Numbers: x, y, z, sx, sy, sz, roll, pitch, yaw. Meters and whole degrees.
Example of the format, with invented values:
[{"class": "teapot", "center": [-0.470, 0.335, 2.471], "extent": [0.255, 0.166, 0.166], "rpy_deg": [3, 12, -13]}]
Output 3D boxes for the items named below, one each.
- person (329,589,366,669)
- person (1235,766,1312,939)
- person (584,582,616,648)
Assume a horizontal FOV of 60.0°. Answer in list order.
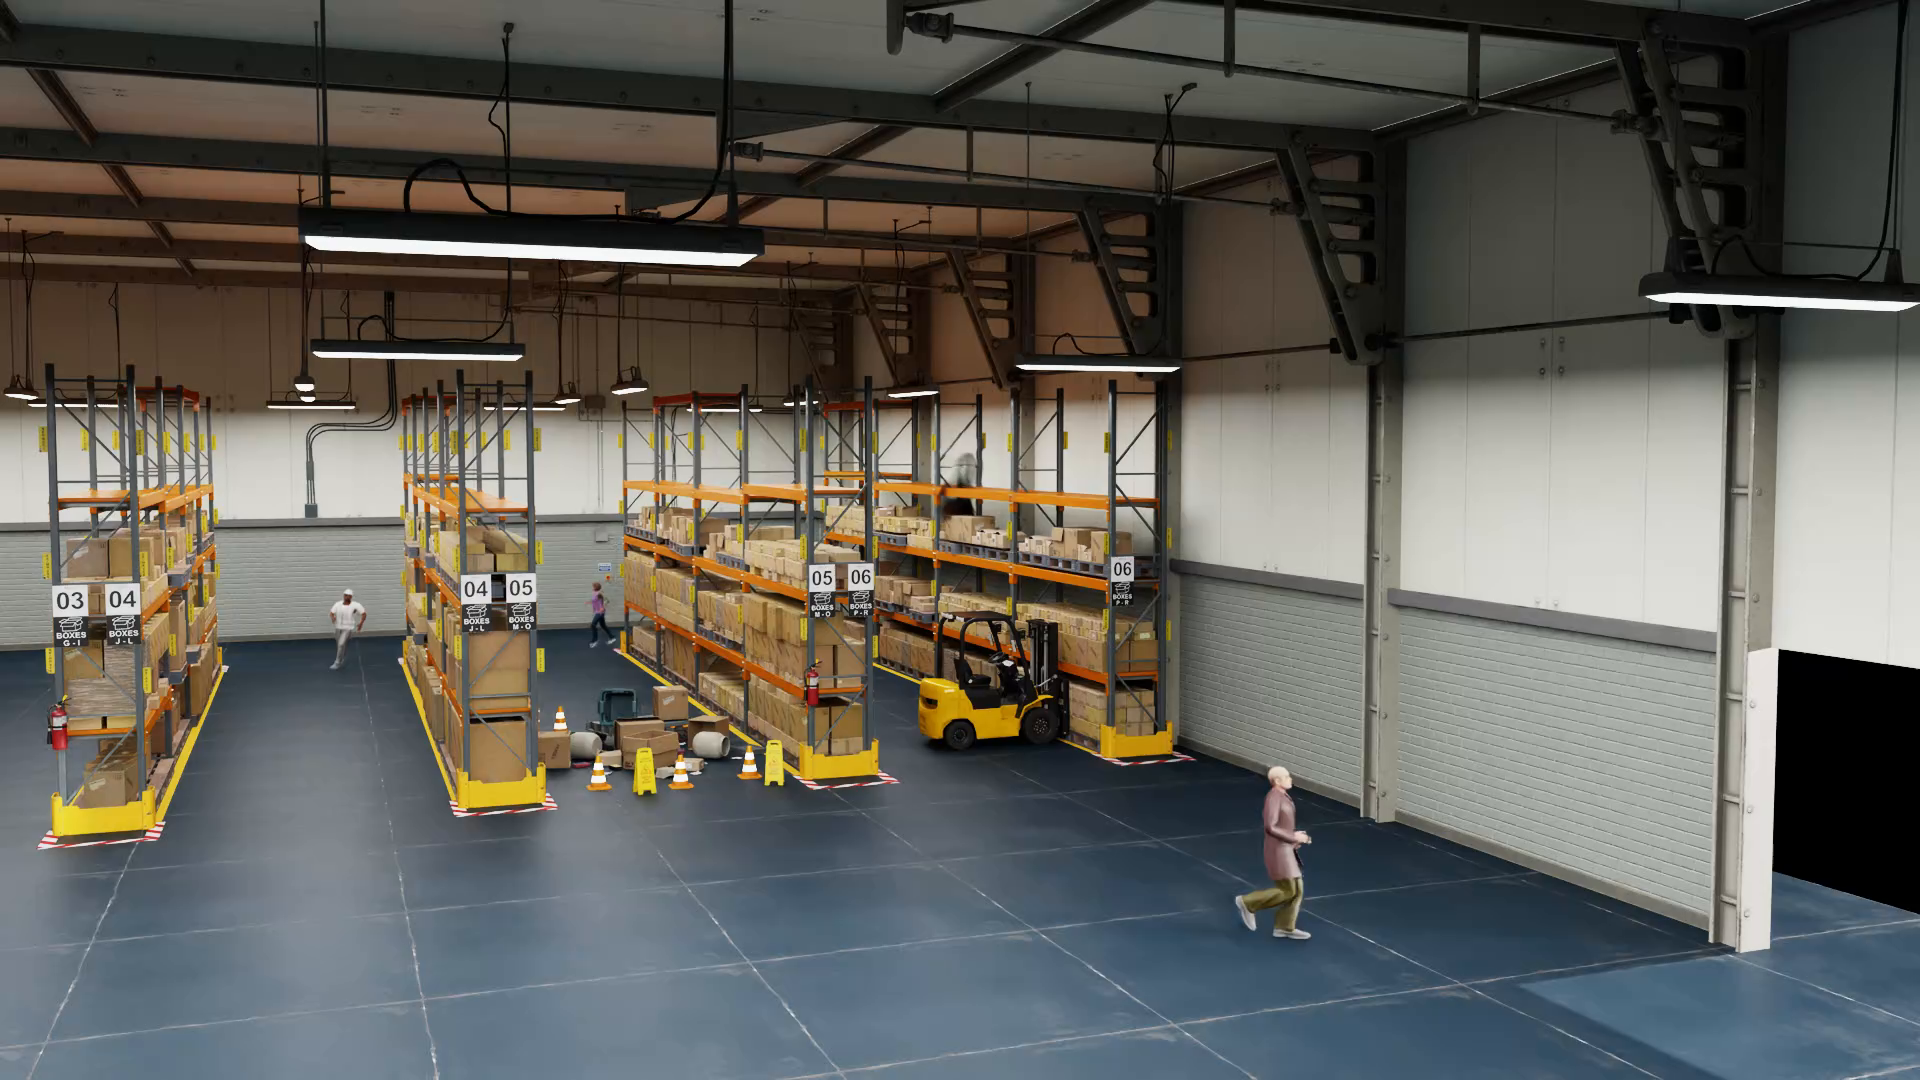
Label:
[{"class": "person", "center": [-13.600, 1.957, 36.807], "extent": [0.767, 1.727, 0.938], "rpy_deg": [0, 3, 5]}, {"class": "person", "center": [3.208, 3.147, 16.784], "extent": [0.693, 1.736, 0.709], "rpy_deg": [1, 3, 16]}, {"class": "person", "center": [-8.807, 1.834, 40.707], "extent": [0.789, 1.643, 0.496], "rpy_deg": [-1, 4, -20]}]
